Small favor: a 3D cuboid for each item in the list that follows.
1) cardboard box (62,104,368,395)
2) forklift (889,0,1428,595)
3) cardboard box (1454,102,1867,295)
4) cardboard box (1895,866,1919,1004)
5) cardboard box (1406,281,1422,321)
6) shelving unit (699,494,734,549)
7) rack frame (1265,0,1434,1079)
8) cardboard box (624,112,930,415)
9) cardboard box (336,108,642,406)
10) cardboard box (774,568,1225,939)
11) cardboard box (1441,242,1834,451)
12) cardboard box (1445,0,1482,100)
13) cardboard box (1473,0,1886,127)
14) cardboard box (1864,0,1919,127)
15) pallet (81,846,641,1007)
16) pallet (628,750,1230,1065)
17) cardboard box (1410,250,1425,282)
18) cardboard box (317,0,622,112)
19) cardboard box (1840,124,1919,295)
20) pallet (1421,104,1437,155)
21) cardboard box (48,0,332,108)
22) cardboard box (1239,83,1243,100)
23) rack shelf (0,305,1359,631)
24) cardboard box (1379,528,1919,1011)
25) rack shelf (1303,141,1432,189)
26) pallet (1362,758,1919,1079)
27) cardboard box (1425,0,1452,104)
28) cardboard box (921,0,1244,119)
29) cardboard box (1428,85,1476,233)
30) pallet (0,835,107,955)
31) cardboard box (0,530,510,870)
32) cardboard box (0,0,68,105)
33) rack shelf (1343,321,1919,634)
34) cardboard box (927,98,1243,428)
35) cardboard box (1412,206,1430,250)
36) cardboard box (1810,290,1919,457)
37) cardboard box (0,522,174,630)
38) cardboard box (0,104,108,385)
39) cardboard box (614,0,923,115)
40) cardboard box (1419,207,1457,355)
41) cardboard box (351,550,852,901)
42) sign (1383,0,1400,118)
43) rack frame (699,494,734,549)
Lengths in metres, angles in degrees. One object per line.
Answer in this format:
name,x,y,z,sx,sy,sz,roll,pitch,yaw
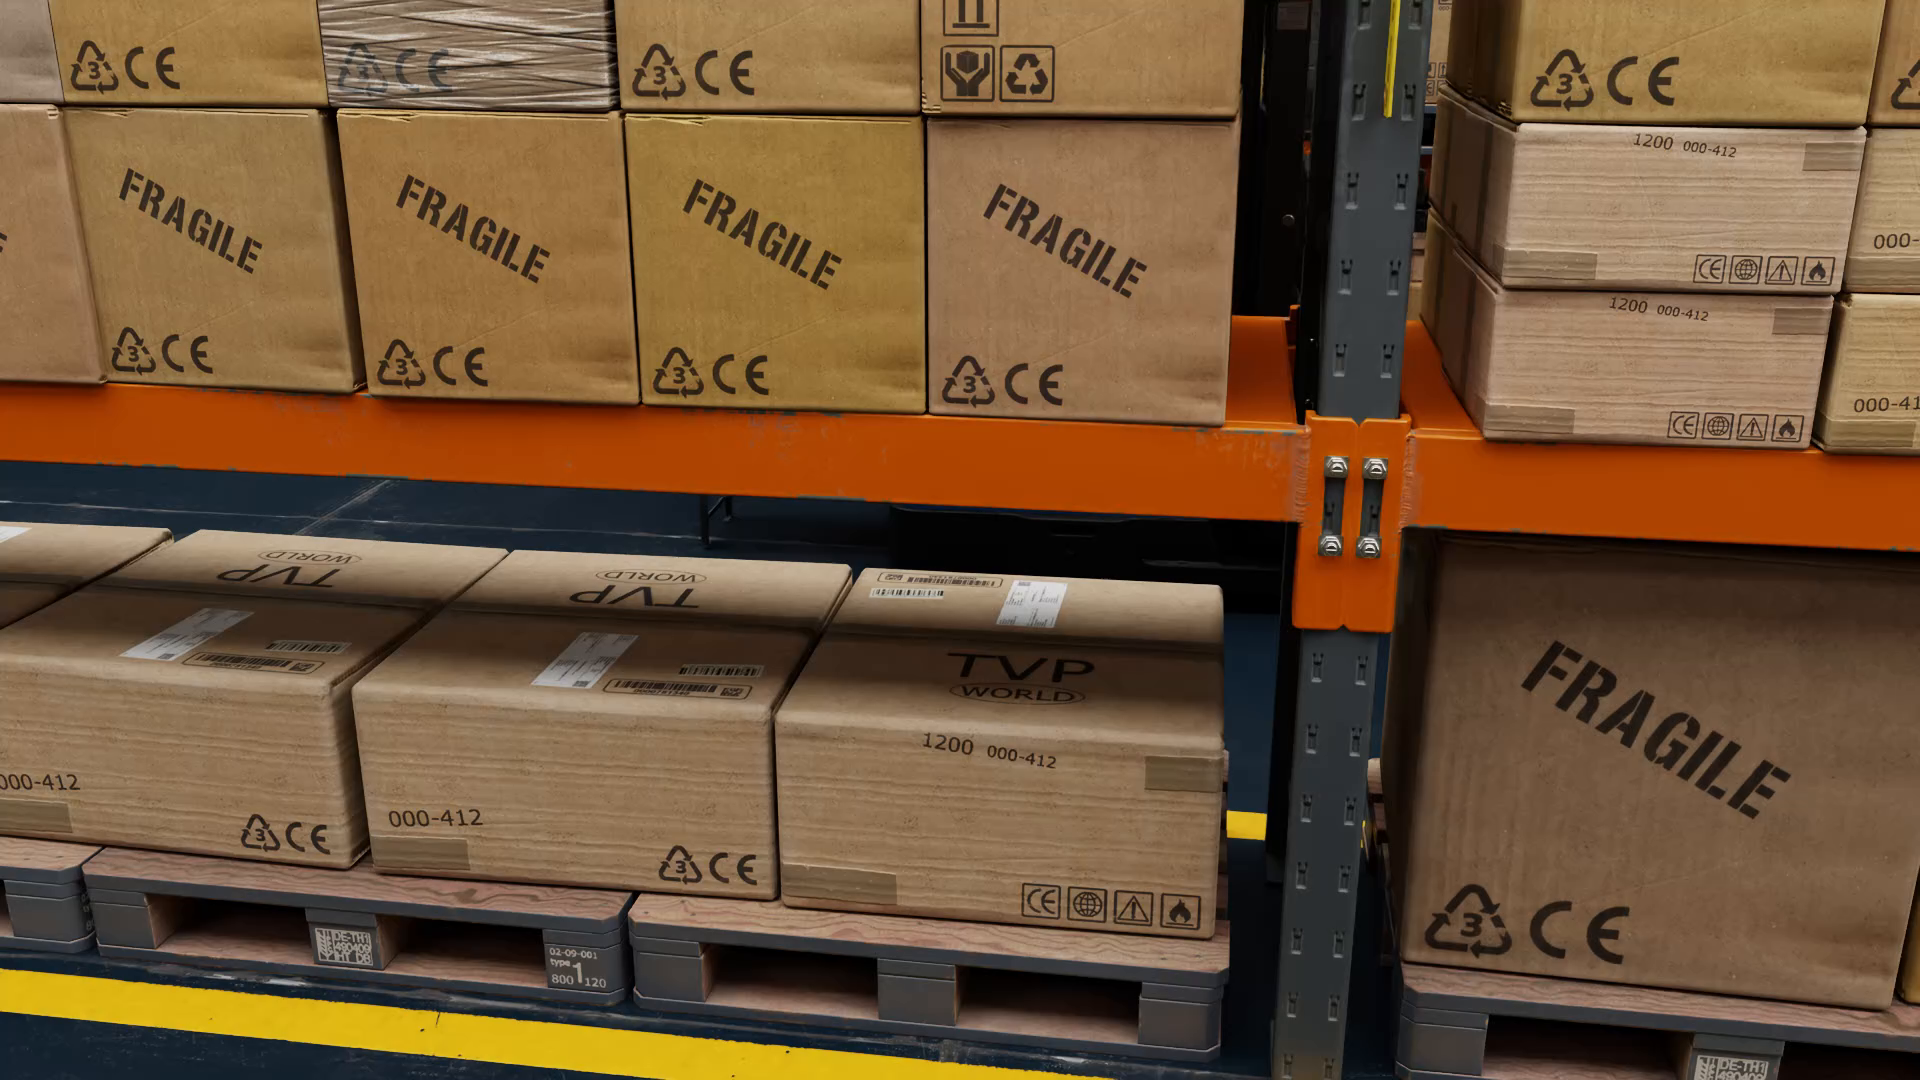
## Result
cardboard box,-1.288,-0.589,3.178,0.500,0.500,0.500,4,19,10
forklift,1.312,-1.306,5.587,3.031,2.935,1.130,2,19,6
cardboard box,1.122,-0.578,2.751,0.500,0.250,0.500,2,19,7
cardboard box,2.251,0.335,3.260,0.875,0.875,0.875,3,19,10
cardboard box,1.958,-0.996,7.831,0.500,0.500,0.500,4,19,11
shelving unit,-0.567,-0.728,6.115,0.755,1.500,0.431,2,19,6
rack frame,0.733,-0.522,3.137,0.127,3.000,1.000,3,19,9
cardboard box,-0.275,-0.537,3.023,0.500,0.500,0.500,2,19,7
cardboard box,-0.773,-0.558,3.085,0.500,0.500,0.500,3,19,8
cardboard box,0.130,0.428,3.671,0.875,0.438,0.875,3,19,8
cardboard box,1.125,-0.346,2.847,0.500,0.250,0.500,2,19,7
cardboard box,1.214,-1.100,3.130,0.500,0.500,0.500,4,19,10
cardboard box,1.122,-0.932,2.627,0.500,0.500,0.500,3,19,9
cardboard box,1.628,-0.915,2.576,0.500,0.500,0.500,3,19,8
pallet,-1.214,0.677,3.948,1.213,0.211,1.003,3,19,9
pallet,-0.006,0.737,3.767,1.213,0.211,1.003,3,19,9
cardboard box,2.114,-1.308,7.739,0.250,0.149,0.380,2,19,7
cardboard box,-0.781,-1.032,2.926,0.500,0.500,0.500,3,19,9
cardboard box,1.642,-0.560,2.699,0.500,0.250,0.500,3,19,10
pallet,2.288,-1.912,7.593,1.213,0.211,1.003,3,19,9
cardboard box,-1.275,-1.060,3.009,0.500,0.500,0.500,3,19,9
cardboard box,0.311,-0.675,3.436,0.500,0.500,0.500,4,19,10
rack shelf,-1.242,-0.282,3.552,4.000,0.370,1.077,3,19,9
cardboard box,1.358,0.292,3.389,0.875,0.875,0.875,4,19,10
rack shelf,3.491,-1.636,7.598,4.000,0.370,1.077,3,19,9
pallet,1.506,0.815,3.534,1.213,0.211,1.003,3,19,9
cardboard box,1.958,-2.230,7.420,0.500,0.500,0.700,3,19,10
cardboard box,0.223,-0.981,2.774,0.500,0.500,0.500,3,19,8
cardboard box,1.207,-0.742,3.242,0.500,0.250,0.500,3,19,9
pallet,-2.415,0.615,4.134,1.213,0.211,1.003,3,19,9
cardboard box,-1.644,0.338,3.943,0.875,0.438,0.875,3,19,10
cardboard box,-1.767,-1.084,3.084,0.500,0.500,0.500,3,19,8
rack shelf,2.707,-0.080,2.950,4.000,0.370,1.077,3,19,9
cardboard box,0.234,-0.513,2.951,0.500,0.500,0.500,3,19,9
cardboard box,2.092,-1.440,7.667,0.250,0.149,0.380,2,19,6
cardboard box,1.636,-0.321,2.771,0.500,0.250,0.500,2,19,7
cardboard box,-2.549,0.294,4.073,0.875,0.438,0.875,2,19,7
cardboard box,-1.785,-0.609,3.238,0.500,0.500,0.500,3,19,8
cardboard box,-0.277,-1.009,2.858,0.500,0.500,0.500,3,19,8
cardboard box,1.216,-0.508,3.329,0.500,0.250,0.500,2,19,7
cardboard box,-0.754,0.384,3.805,0.875,0.438,0.875,2,19,7
sign,0.646,-0.796,2.467,0.005,0.325,0.100,3,19,9
rack frame,-0.930,-0.741,6.155,0.023,1.500,0.400,2,19,6
